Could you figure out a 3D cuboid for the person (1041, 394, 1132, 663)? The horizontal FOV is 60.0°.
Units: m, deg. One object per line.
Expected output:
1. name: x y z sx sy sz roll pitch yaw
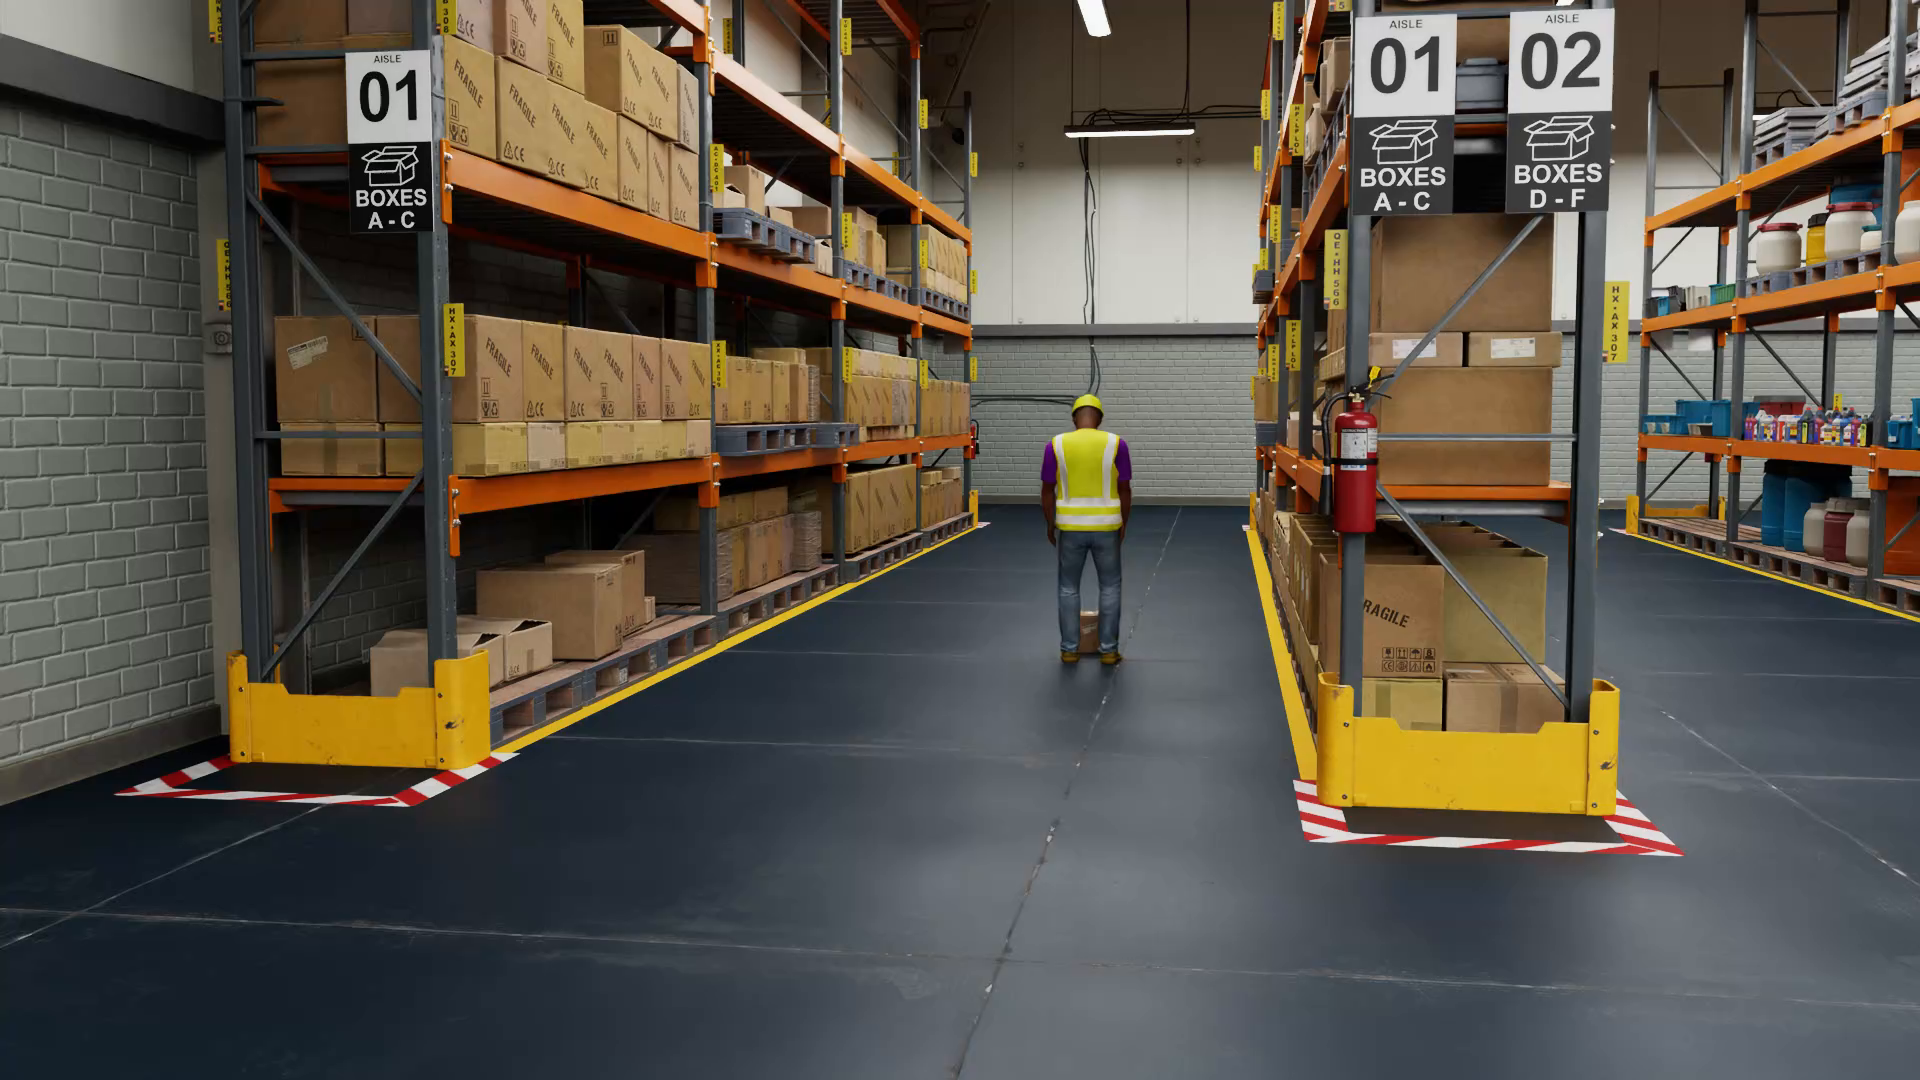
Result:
1. person: 0.817 -0.076 10.754 0.588 1.726 0.438 1 5 10
